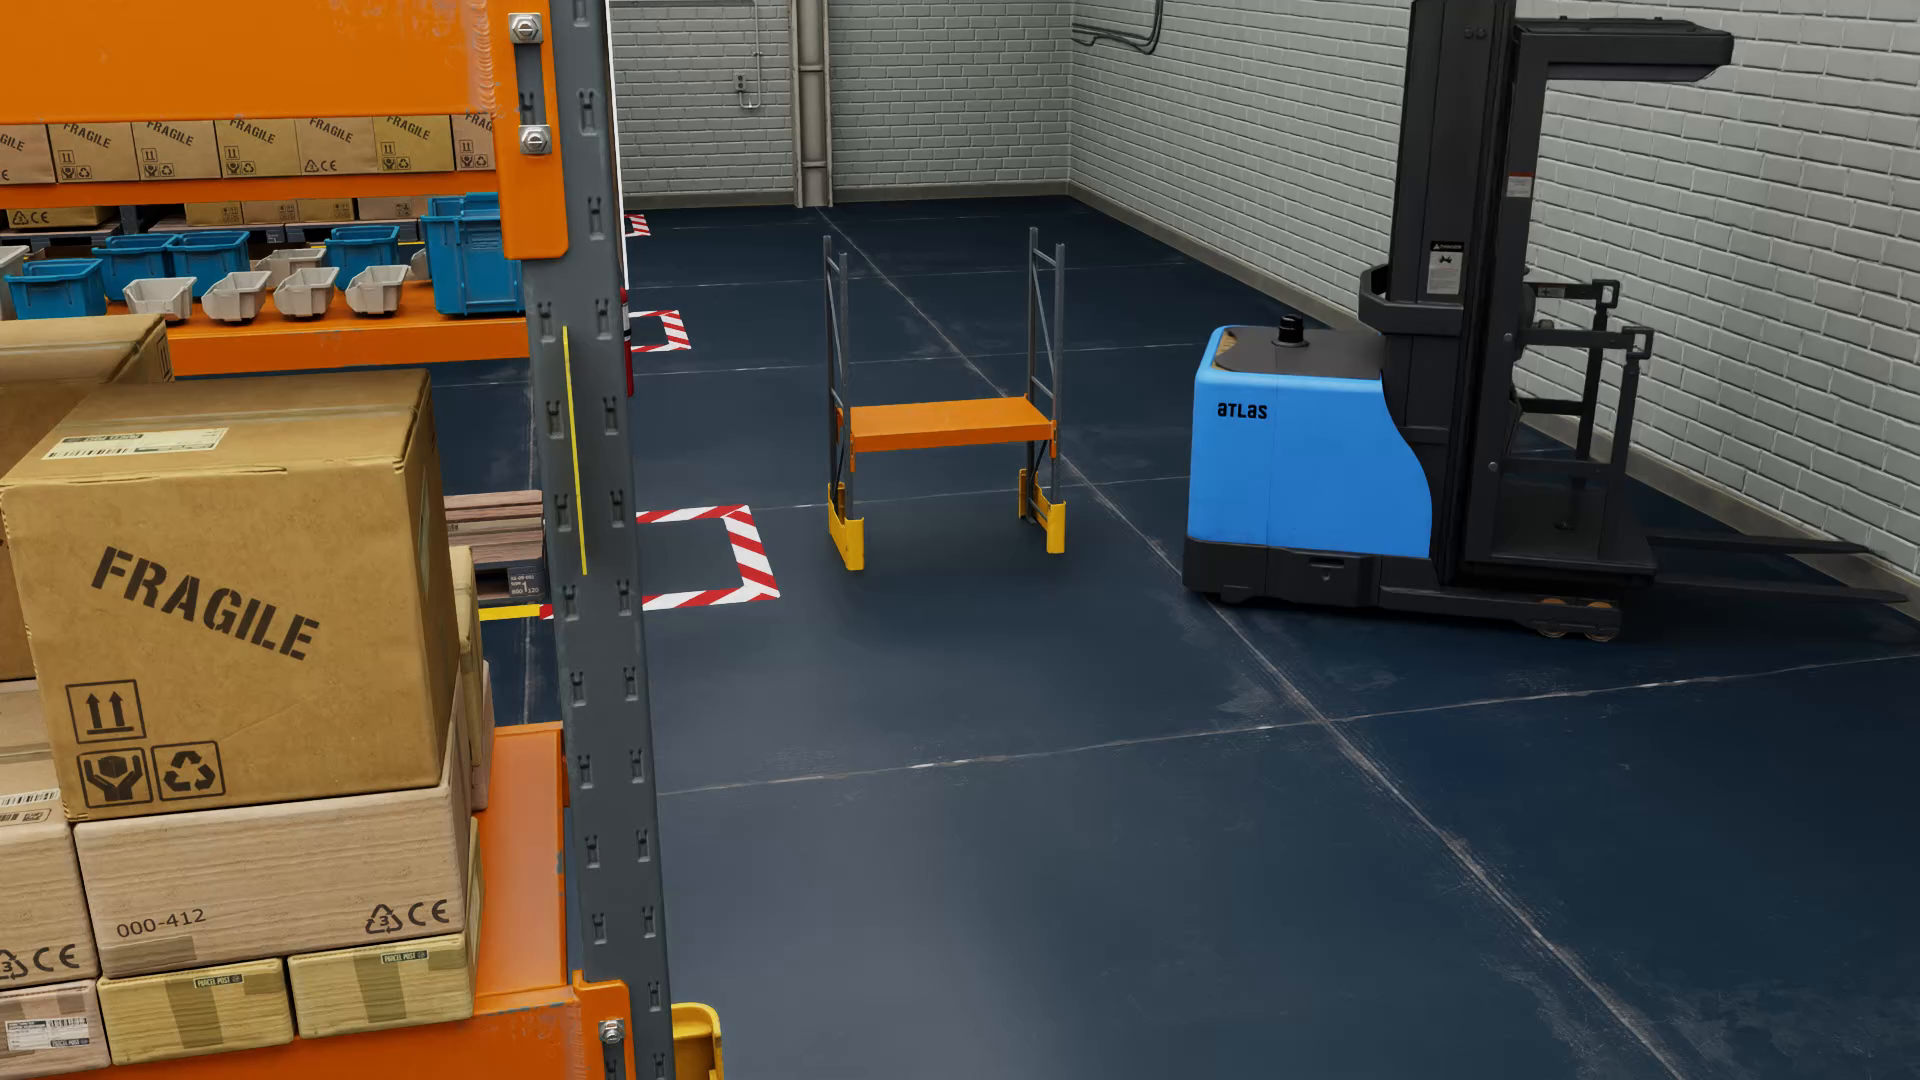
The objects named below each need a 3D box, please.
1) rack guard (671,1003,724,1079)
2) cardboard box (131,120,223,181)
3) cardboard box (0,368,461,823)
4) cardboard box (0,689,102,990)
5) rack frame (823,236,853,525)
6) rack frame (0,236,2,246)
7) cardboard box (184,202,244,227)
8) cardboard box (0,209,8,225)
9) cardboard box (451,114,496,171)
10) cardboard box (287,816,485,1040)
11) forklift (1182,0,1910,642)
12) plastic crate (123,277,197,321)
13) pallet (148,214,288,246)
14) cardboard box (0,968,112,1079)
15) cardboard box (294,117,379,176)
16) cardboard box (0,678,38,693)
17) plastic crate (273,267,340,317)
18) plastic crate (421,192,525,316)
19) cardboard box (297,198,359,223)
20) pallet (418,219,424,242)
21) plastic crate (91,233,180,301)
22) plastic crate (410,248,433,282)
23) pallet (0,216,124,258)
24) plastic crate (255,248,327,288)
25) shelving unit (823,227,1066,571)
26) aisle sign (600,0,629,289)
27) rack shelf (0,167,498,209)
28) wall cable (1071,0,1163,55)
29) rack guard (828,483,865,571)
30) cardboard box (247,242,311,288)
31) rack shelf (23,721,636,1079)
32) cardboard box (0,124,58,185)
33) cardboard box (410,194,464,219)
[{"bbox_3d":[-0.610,1.524,3.427,0.348,0.500,1.175,-5,21,-12],"label":"rack guard"},{"bbox_3d":[-5.258,-2.724,11.244,0.500,0.500,0.500,-5,21,-13],"label":"cardboard box"},{"bbox_3d":[-1.047,0.058,2.492,0.500,0.500,0.500,-4,21,-12],"label":"cardboard box"},{"bbox_3d":[-1.537,0.450,2.510,0.500,0.250,0.500,-5,21,-13],"label":"cardboard box"},{"bbox_3d":[-0.578,-0.657,7.928,0.032,1.500,0.500,-5,21,-12],"label":"rack frame"},{"bbox_3d":[-6.802,-2.647,11.180,0.127,3.000,1.000,-5,21,-12],"label":"rack frame"},{"bbox_3d":[-7.194,-3.353,16.132,0.500,0.500,0.700,-4,21,-12],"label":"cardboard box"},{"bbox_3d":[-9.412,-3.327,15.549,0.750,0.750,0.750,-4,20,-11],"label":"cardboard box"},{"bbox_3d":[-3.282,-2.884,11.682,0.500,0.500,0.500,-4,20,-11],"label":"cardboard box"},{"bbox_3d":[-0.904,0.609,2.657,0.250,0.149,0.380,-4,21,-11],"label":"cardboard box"},{"bbox_3d":[2.584,-1.142,7.170,3.031,2.935,1.130,5,21,12],"label":"forklift"},{"bbox_3d":[-3.359,-1.007,6.998,0.250,0.136,0.298,-5,21,-12],"label":"plastic crate"},{"bbox_3d":[-7.187,-3.030,16.278,1.213,0.211,1.003,-5,21,-12],"label":"pallet"},{"bbox_3d":[-1.402,0.650,2.546,0.250,0.149,0.380,-5,21,-12],"label":"cardboard box"},{"bbox_3d":[-4.273,-2.804,11.464,0.500,0.500,0.500,-4,21,-12],"label":"cardboard box"},{"bbox_3d":[-1.667,0.274,2.991,0.500,0.250,0.500,-5,21,-13],"label":"cardboard box"},{"bbox_3d":[-2.810,-1.067,7.161,0.243,0.136,0.396,-5,21,-12],"label":"plastic crate"},{"bbox_3d":[-2.056,-1.261,7.258,0.499,0.435,0.616,-5,21,-12],"label":"plastic crate"},{"bbox_3d":[-6.204,-3.432,16.346,0.500,0.500,0.700,-4,21,-11],"label":"cardboard box"},{"bbox_3d":[-4.813,-3.223,16.806,1.213,0.211,1.003,-5,21,-12],"label":"pallet"},{"bbox_3d":[-3.662,-1.218,7.434,0.300,0.233,0.416,-5,21,-12],"label":"plastic crate"},{"bbox_3d":[-2.420,-1.303,7.806,0.298,0.136,0.250,-5,21,-12],"label":"plastic crate"},{"bbox_3d":[-8.679,-2.909,15.950,1.213,0.211,1.003,-5,21,-12],"label":"pallet"},{"bbox_3d":[-3.080,-1.249,7.660,0.298,0.136,0.250,-5,21,-12],"label":"plastic crate"},{"bbox_3d":[-0.074,-0.698,8.040,1.083,1.500,0.587,-5,21,-12],"label":"shelving unit"},{"bbox_3d":[-0.494,-0.773,2.286,0.004,0.787,0.394,-5,21,-12],"label":"aisle sign"},{"bbox_3d":[-4.855,-2.468,11.736,4.000,0.370,1.077,-5,21,-12],"label":"rack shelf"},{"bbox_3d":[1.534,-6.309,16.968,0.112,2.526,3.097,-5,21,-12],"label":"wall cable"},{"bbox_3d":[-0.559,-0.072,8.148,0.087,0.250,0.587,-5,21,-12],"label":"rack guard"},{"bbox_3d":[-4.974,-1.832,11.945,0.637,0.503,0.797,-5,21,-12],"label":"cardboard box"},{"bbox_3d":[-2.579,0.849,2.683,4.000,0.370,1.077,-5,21,-12],"label":"rack shelf"},{"bbox_3d":[-6.243,-2.643,11.024,0.500,0.500,0.500,-4,21,-11],"label":"cardboard box"},{"bbox_3d":[-5.198,-3.517,16.577,0.500,0.500,0.700,-5,21,-13],"label":"cardboard box"}]
